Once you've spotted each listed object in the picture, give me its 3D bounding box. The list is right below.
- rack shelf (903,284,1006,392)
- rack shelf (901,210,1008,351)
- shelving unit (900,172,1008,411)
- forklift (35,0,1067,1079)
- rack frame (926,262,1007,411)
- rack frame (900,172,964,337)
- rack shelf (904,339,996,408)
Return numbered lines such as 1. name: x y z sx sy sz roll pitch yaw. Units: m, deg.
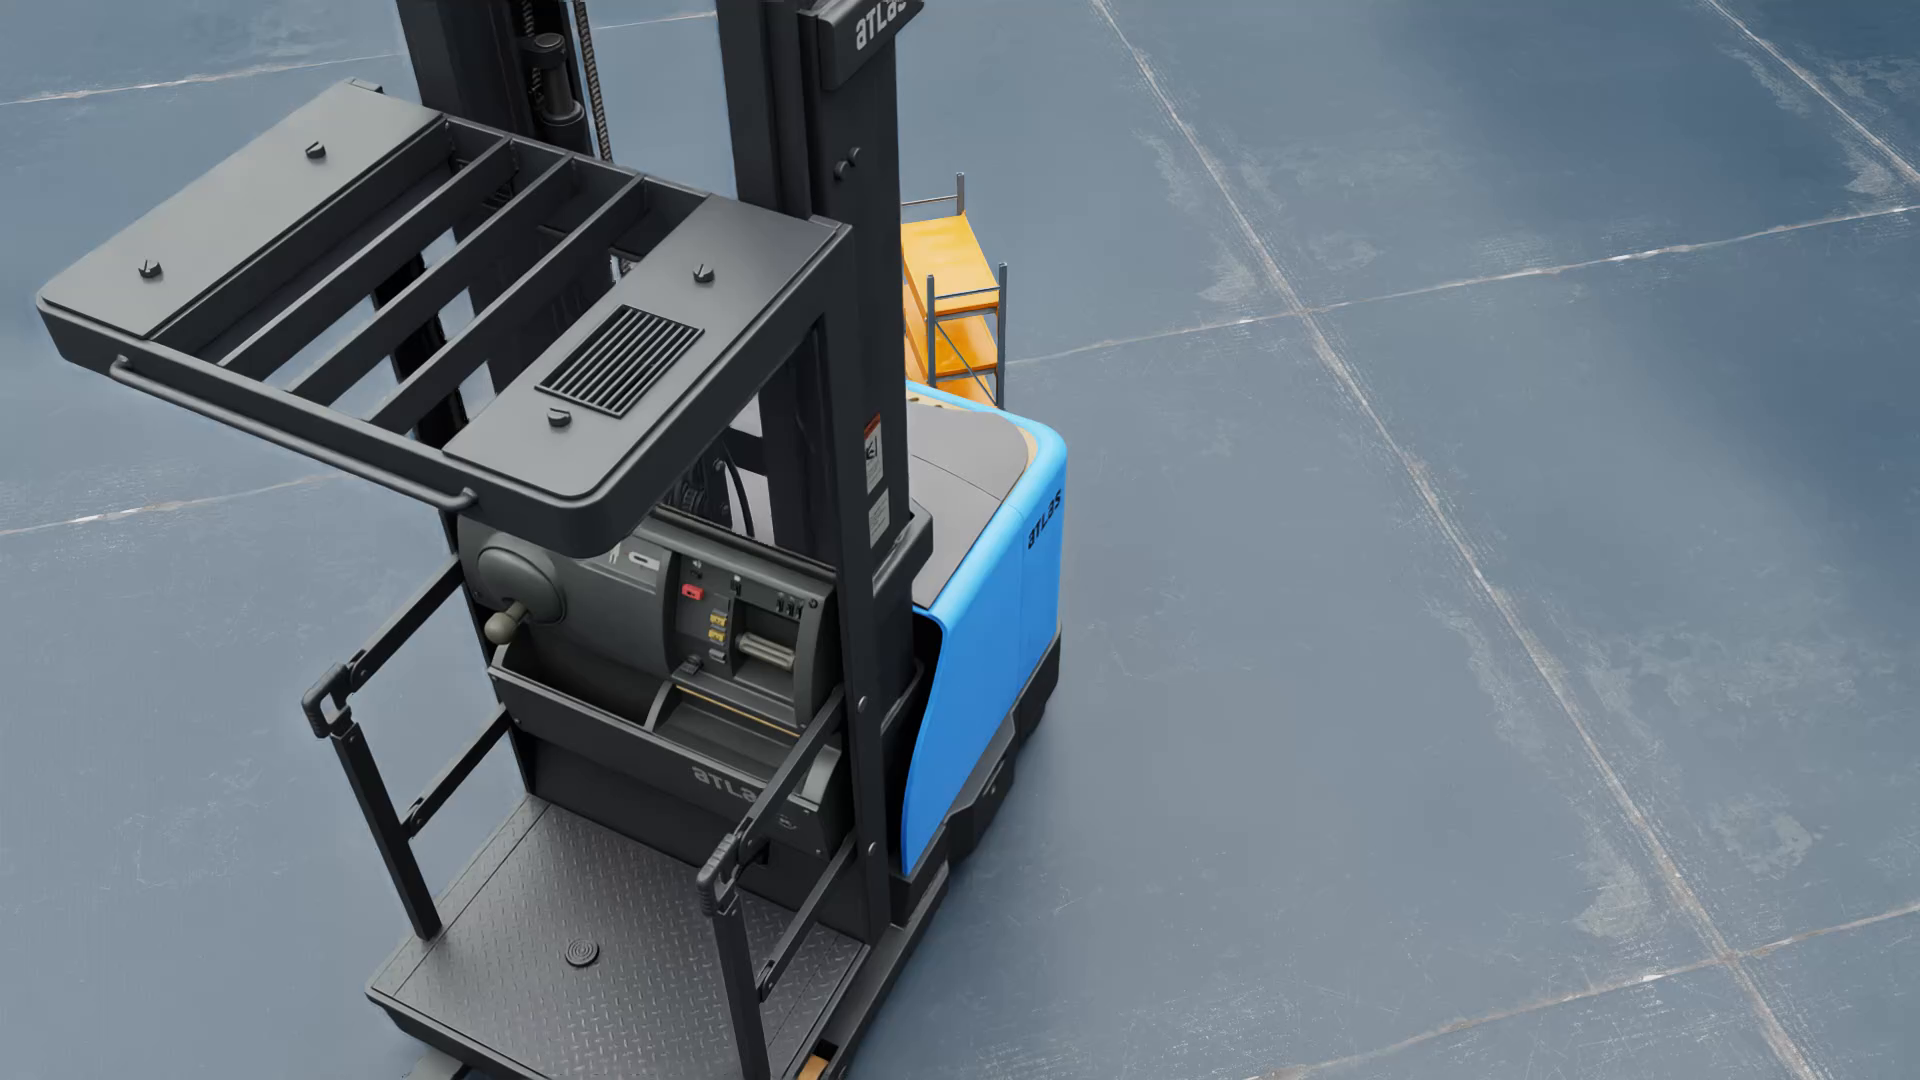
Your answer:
1. rack shelf: -0.042 -0.644 5.322 0.258 0.148 0.480 -11 47 -10
2. rack shelf: -0.042 -0.809 5.153 0.258 0.148 0.480 -11 47 -10
3. shelving unit: -0.042 -0.534 5.433 0.258 1.200 0.503 -11 47 -10
4. forklift: -0.800 0.216 3.486 1.130 2.935 3.031 20 49 18
5. rack frame: 0.020 -0.366 5.268 0.240 1.200 0.015 -11 47 -10
6. rack frame: -0.105 -0.703 5.599 0.240 1.200 0.015 -11 47 -10
7. rack shelf: -0.042 -0.487 5.482 0.258 0.148 0.480 -11 47 -10
